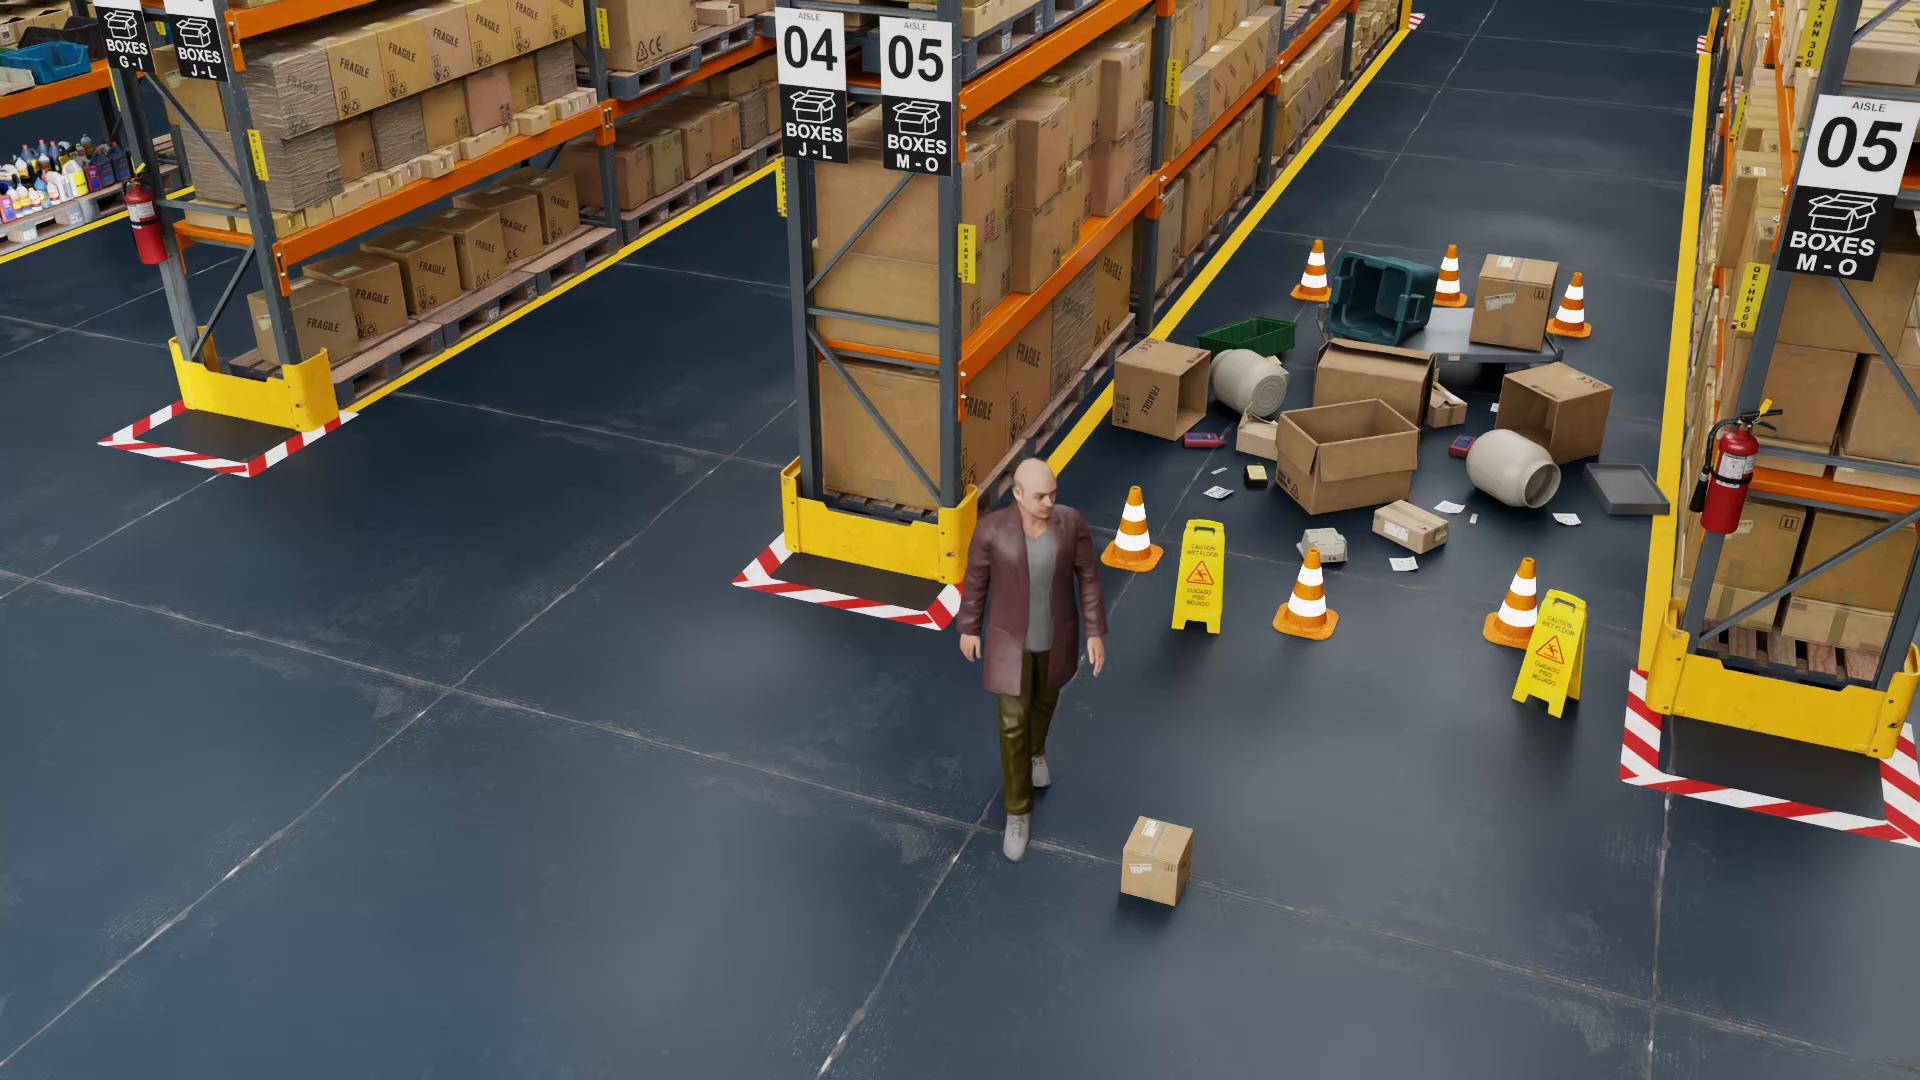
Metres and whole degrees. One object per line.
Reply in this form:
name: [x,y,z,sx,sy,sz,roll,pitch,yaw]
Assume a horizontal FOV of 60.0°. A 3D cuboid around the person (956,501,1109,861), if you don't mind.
person: [0.346,0.573,7.604,0.653,1.588,0.812,-7,30,-12]
